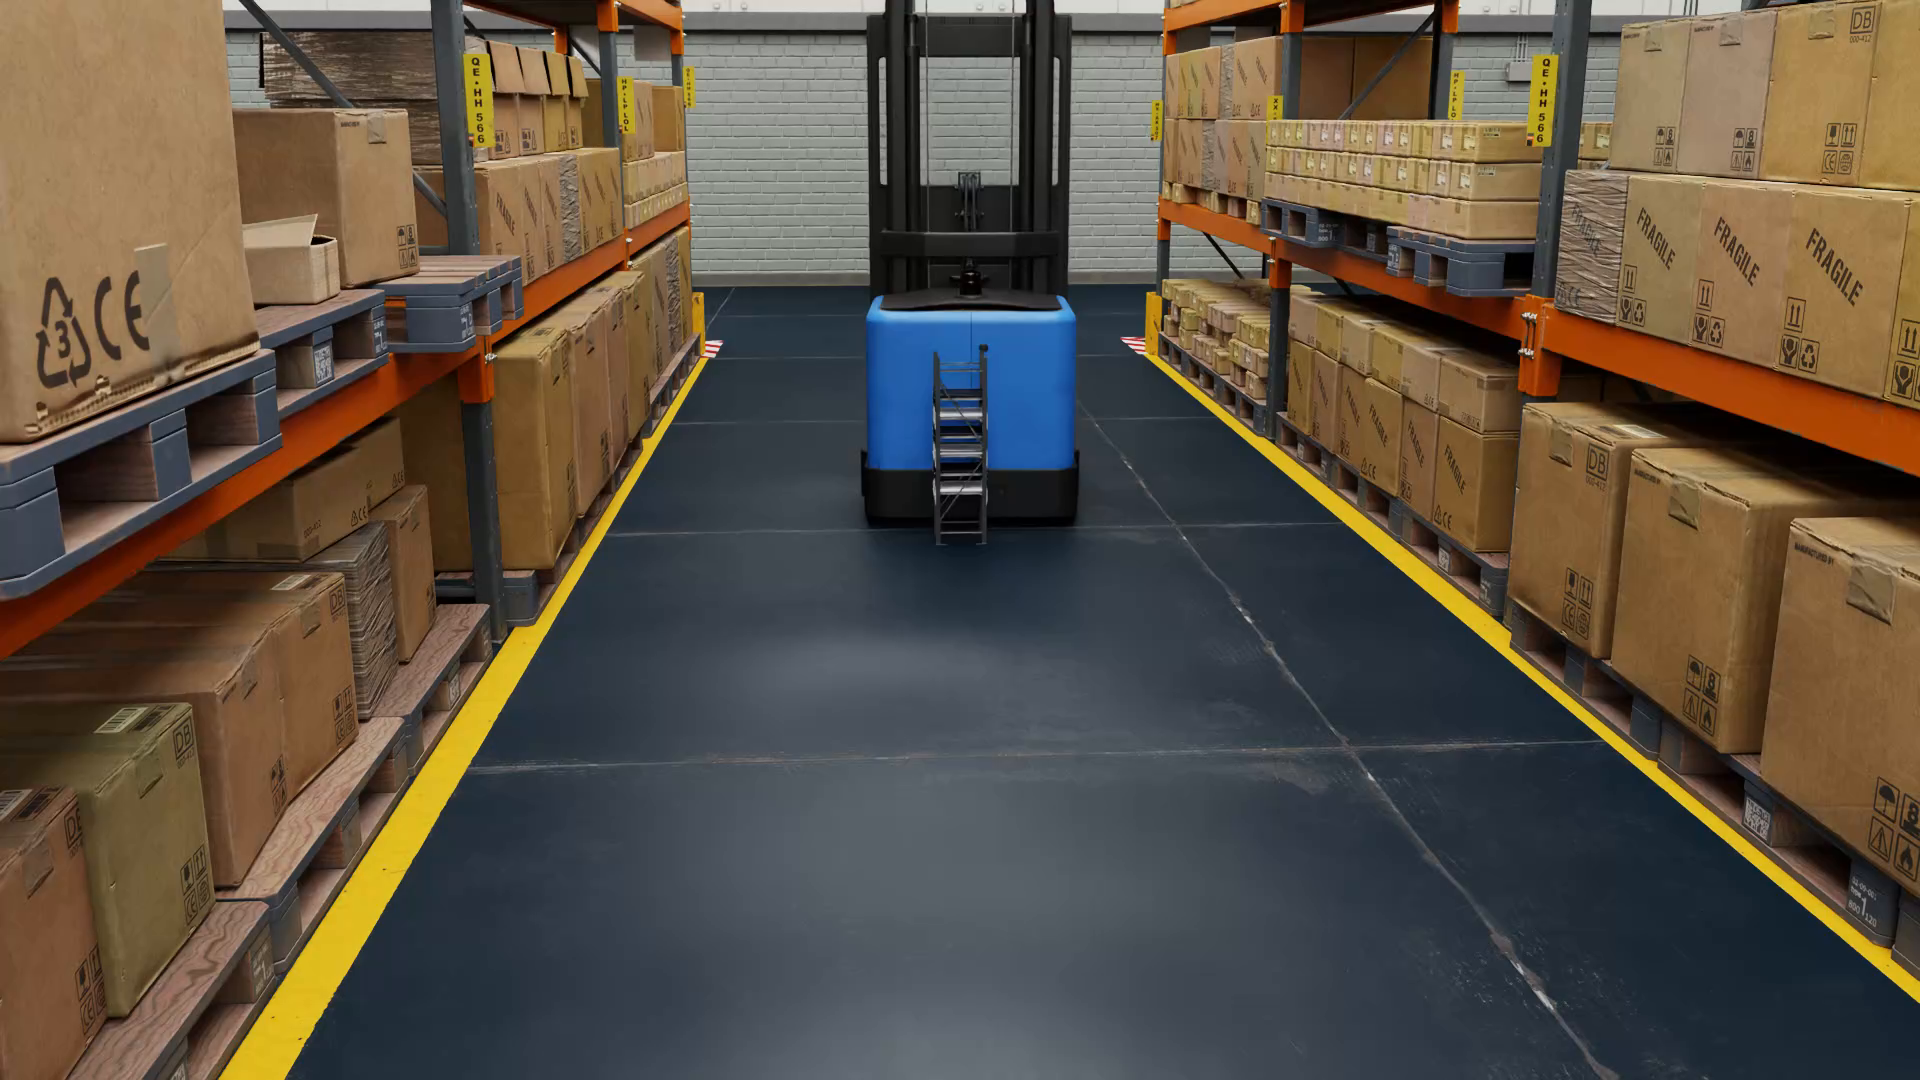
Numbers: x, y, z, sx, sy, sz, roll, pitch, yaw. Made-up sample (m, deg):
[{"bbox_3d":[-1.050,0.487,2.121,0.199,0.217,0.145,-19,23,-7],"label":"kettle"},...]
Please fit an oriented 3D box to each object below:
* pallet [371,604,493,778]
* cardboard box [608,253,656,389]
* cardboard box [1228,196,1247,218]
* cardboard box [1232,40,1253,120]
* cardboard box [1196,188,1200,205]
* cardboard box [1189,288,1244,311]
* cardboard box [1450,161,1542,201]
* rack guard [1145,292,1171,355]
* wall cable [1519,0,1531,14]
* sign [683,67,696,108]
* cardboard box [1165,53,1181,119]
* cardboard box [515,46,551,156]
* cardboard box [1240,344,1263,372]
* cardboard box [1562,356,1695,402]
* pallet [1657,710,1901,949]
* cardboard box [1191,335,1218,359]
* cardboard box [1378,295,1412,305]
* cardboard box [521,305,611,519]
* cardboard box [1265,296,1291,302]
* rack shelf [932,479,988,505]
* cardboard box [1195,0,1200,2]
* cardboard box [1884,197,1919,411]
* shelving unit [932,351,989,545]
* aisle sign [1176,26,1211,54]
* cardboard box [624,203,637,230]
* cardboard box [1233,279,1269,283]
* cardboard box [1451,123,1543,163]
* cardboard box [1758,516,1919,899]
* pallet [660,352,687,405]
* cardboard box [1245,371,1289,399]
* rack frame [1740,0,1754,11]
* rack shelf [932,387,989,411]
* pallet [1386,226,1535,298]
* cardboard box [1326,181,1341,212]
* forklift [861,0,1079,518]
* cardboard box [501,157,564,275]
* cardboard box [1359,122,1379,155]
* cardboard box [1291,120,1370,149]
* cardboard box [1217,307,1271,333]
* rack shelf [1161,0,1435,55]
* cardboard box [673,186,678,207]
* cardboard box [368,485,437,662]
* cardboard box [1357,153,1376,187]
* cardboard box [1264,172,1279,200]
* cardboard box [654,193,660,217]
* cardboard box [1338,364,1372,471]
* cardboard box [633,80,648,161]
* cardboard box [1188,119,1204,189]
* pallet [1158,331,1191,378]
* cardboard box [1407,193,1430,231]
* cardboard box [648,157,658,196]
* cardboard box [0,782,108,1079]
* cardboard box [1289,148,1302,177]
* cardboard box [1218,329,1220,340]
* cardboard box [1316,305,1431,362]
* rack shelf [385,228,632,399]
[{"bbox_3d":[-2.228,0.496,5.673,1.003,0.211,1.213,-1,14,-3],"label":"pallet"},{"bbox_3d":[-2.484,-1.383,10.803,0.875,0.875,0.875,-1,14,-3],"label":"cardboard box"},{"bbox_3d":[2.063,-2.302,11.457,0.380,0.149,0.250,-2,15,-6],"label":"cardboard box"},{"bbox_3d":[2.098,-3.013,10.911,0.500,0.500,0.500,-1,14,-5],"label":"cardboard box"},{"bbox_3d":[2.052,-2.689,12.963,0.380,0.149,0.250,0,14,-1],"label":"cardboard box"},{"bbox_3d":[2.003,-1.873,12.971,0.380,0.149,0.250,-2,15,-6],"label":"cardboard box"},{"bbox_3d":[2.197,-1.441,6.673,0.380,0.149,0.250,-1,14,-2],"label":"cardboard box"},{"bbox_3d":[2.191,-1.860,14.252,1.175,0.500,0.348,-1,14,-3],"label":"rack guard"},{"bbox_3d":[6.487,-7.507,19.143,0.463,3.000,0.029,-1,14,-3],"label":"wall cable"},{"bbox_3d":[-2.228,-3.718,13.659,0.100,0.325,0.005,-1,14,-3],"label":"sign"},{"bbox_3d":[1.949,-3.650,13.390,0.500,0.500,0.500,-1,14,-4],"label":"cardboard box"},{"bbox_3d":[-2.390,-2.094,7.930,0.797,0.503,0.637,0,14,-2],"label":"cardboard box"},{"bbox_3d":[2.068,-1.202,10.960,0.380,0.149,0.250,-2,15,-6],"label":"cardboard box"},{"bbox_3d":[2.881,-0.631,7.128,0.500,0.250,0.500,-2,15,-6],"label":"cardboard box"},{"bbox_3d":[2.728,0.751,4.686,1.003,0.211,1.213,-1,14,-3],"label":"pallet"},{"bbox_3d":[1.965,-1.461,12.563,0.380,0.149,0.250,-2,15,-6],"label":"cardboard box"},{"bbox_3d":[2.733,-1.269,9.609,0.500,0.250,0.500,-1,14,-5],"label":"cardboard box"},{"bbox_3d":[-2.344,-0.617,7.824,1.225,0.875,0.875,-1,14,-3],"label":"cardboard box"},{"bbox_3d":[2.504,-1.748,12.485,0.380,0.149,0.250,-1,14,-5],"label":"cardboard box"},{"bbox_3d":[0.000,-0.231,7.975,0.258,0.077,0.200,-1,14,-3],"label":"rack shelf"},{"bbox_3d":[2.032,-4.095,12.203,0.500,0.250,0.500,-1,14,-5],"label":"cardboard box"},{"bbox_3d":[2.568,-0.530,3.868,0.500,0.500,0.500,-1,14,-3],"label":"cardboard box"},{"bbox_3d":[0.000,-0.438,7.922,0.258,0.900,0.210,-1,14,-3],"label":"shelving unit"},{"bbox_3d":[1.882,-4.362,13.743,0.394,0.787,0.004,-1,14,-3],"label":"aisle sign"},{"bbox_3d":[-2.209,-2.000,10.285,0.380,0.149,0.250,-1,14,-3],"label":"cardboard box"},{"bbox_3d":[2.472,-2.073,13.746,0.380,0.149,0.250,-1,14,-3],"label":"cardboard box"},{"bbox_3d":[2.194,-1.585,6.632,0.380,0.149,0.250,-1,15,-6],"label":"cardboard box"},{"bbox_3d":[2.746,0.388,4.170,1.050,0.750,0.750,-1,14,-3],"label":"cardboard box"},{"bbox_3d":[-2.570,-1.187,12.217,1.003,0.211,1.213,-1,14,-3],"label":"pallet"},{"bbox_3d":[2.070,-1.010,10.809,0.380,0.149,0.250,-1,14,-3],"label":"cardboard box"},{"bbox_3d":[7.121,-3.191,14.409,1.000,3.000,0.127,-1,14,-3],"label":"rack frame"},{"bbox_3d":[0.000,-0.667,7.863,0.258,0.077,0.200,-1,14,-3],"label":"rack shelf"},{"bbox_3d":[2.531,-1.183,6.988,1.213,0.211,1.003,-1,14,-3],"label":"pallet"},{"bbox_3d":[2.086,-1.747,8.456,0.380,0.149,0.250,-1,14,-4],"label":"cardboard box"},{"bbox_3d":[0.047,-1.837,9.283,1.130,2.935,3.031,0,14,0],"label":"forklift"},{"bbox_3d":[-2.103,-1.477,7.548,0.500,0.500,0.500,-1,14,-4],"label":"cardboard box"},{"bbox_3d":[2.116,-1.906,7.882,0.380,0.149,0.250,0,14,-1],"label":"cardboard box"},{"bbox_3d":[2.036,-2.226,9.127,0.380,0.149,0.250,-1,14,-3],"label":"cardboard box"},{"bbox_3d":[2.027,-1.546,11.701,0.380,0.149,0.250,-2,15,-6],"label":"cardboard box"},{"bbox_3d":[2.310,-3.696,11.797,1.077,0.370,4.000,-1,14,-3],"label":"rack shelf"},{"bbox_3d":[-2.373,-2.643,12.785,0.380,0.149,0.250,-1,14,-2],"label":"cardboard box"},{"bbox_3d":[-2.213,0.115,5.692,0.700,0.500,0.500,-2,15,-6],"label":"cardboard box"},{"bbox_3d":[2.115,-1.762,7.920,0.380,0.149,0.250,-1,14,-2],"label":"cardboard box"},{"bbox_3d":[1.999,-2.071,9.718,0.380,0.149,0.250,-2,15,-6],"label":"cardboard box"},{"bbox_3d":[-2.290,-2.323,11.538,0.380,0.149,0.250,-1,14,-3],"label":"cardboard box"},{"bbox_3d":[2.296,-0.638,8.660,0.500,0.500,0.500,-1,14,-2],"label":"cardboard box"},{"bbox_3d":[-2.320,-2.723,10.791,0.500,0.500,0.500,-1,14,-3],"label":"cardboard box"},{"bbox_3d":[2.015,-2.911,12.524,0.500,0.500,0.500,-1,14,-3],"label":"cardboard box"},{"bbox_3d":[2.206,-1.518,13.501,1.003,0.211,1.213,-1,14,-3],"label":"pallet"},{"bbox_3d":[2.163,-1.423,7.198,0.380,0.149,0.250,-1,14,-2],"label":"cardboard box"},{"bbox_3d":[-2.354,-2.488,11.381,0.500,0.250,0.500,-1,14,-2],"label":"cardboard box"},{"bbox_3d":[-2.044,0.791,3.066,0.700,0.500,0.500,-2,15,-8],"label":"cardboard box"},{"bbox_3d":[2.034,-2.087,9.181,0.380,0.149,0.250,-1,14,-2],"label":"cardboard box"},{"bbox_3d":[2.110,-1.529,12.232,0.380,0.149,0.250,0,14,-1],"label":"cardboard box"},{"bbox_3d":[2.252,-1.130,9.069,0.500,0.250,0.500,0,14,-2],"label":"cardboard box"},{"bbox_3d":[-2.399,-1.197,8.104,1.077,0.370,4.000,-1,14,-3],"label":"rack shelf"}]
